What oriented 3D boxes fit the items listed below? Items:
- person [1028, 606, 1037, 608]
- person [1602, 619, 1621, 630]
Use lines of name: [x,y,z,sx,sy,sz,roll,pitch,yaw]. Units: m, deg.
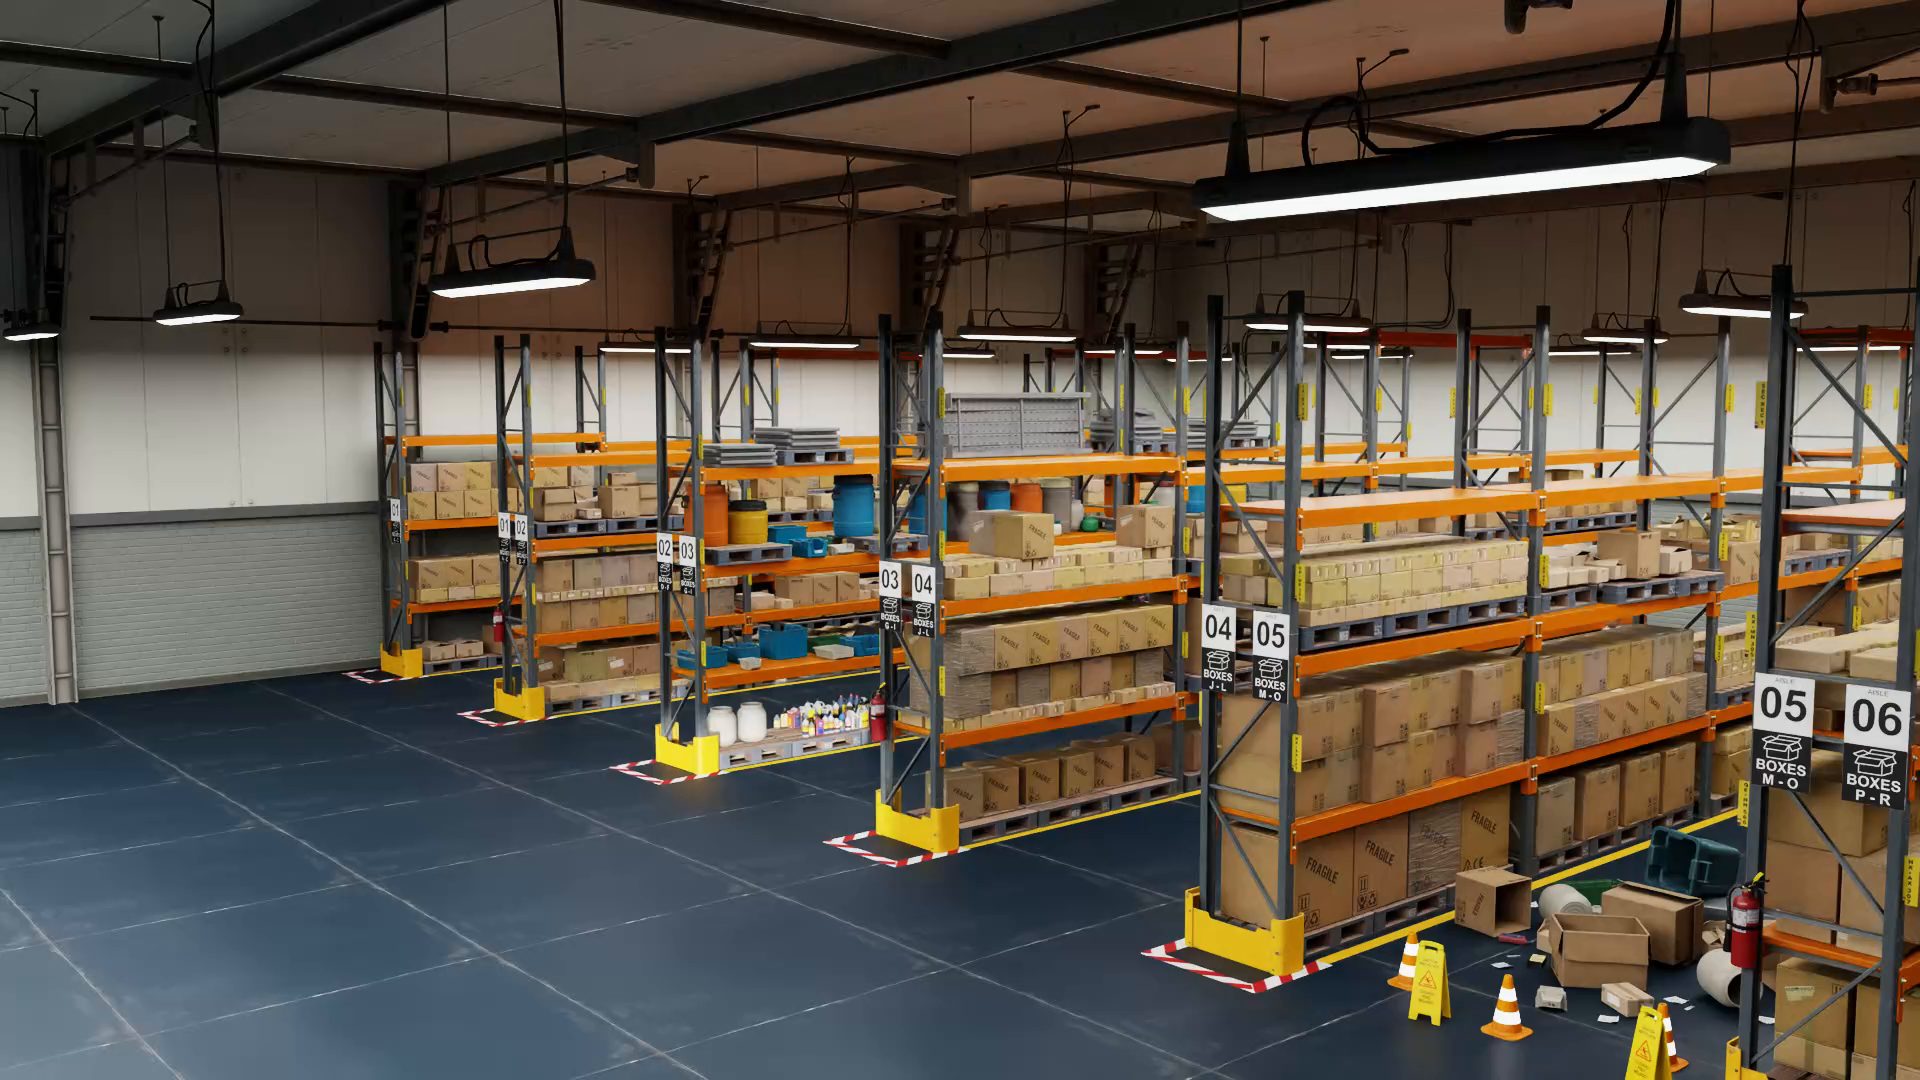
person: [1.118,1.901,25.873,0.594,1.793,0.422,-3,6,-29]
person: [10.128,1.946,25.904,1.032,1.729,0.658,-4,6,-36]
